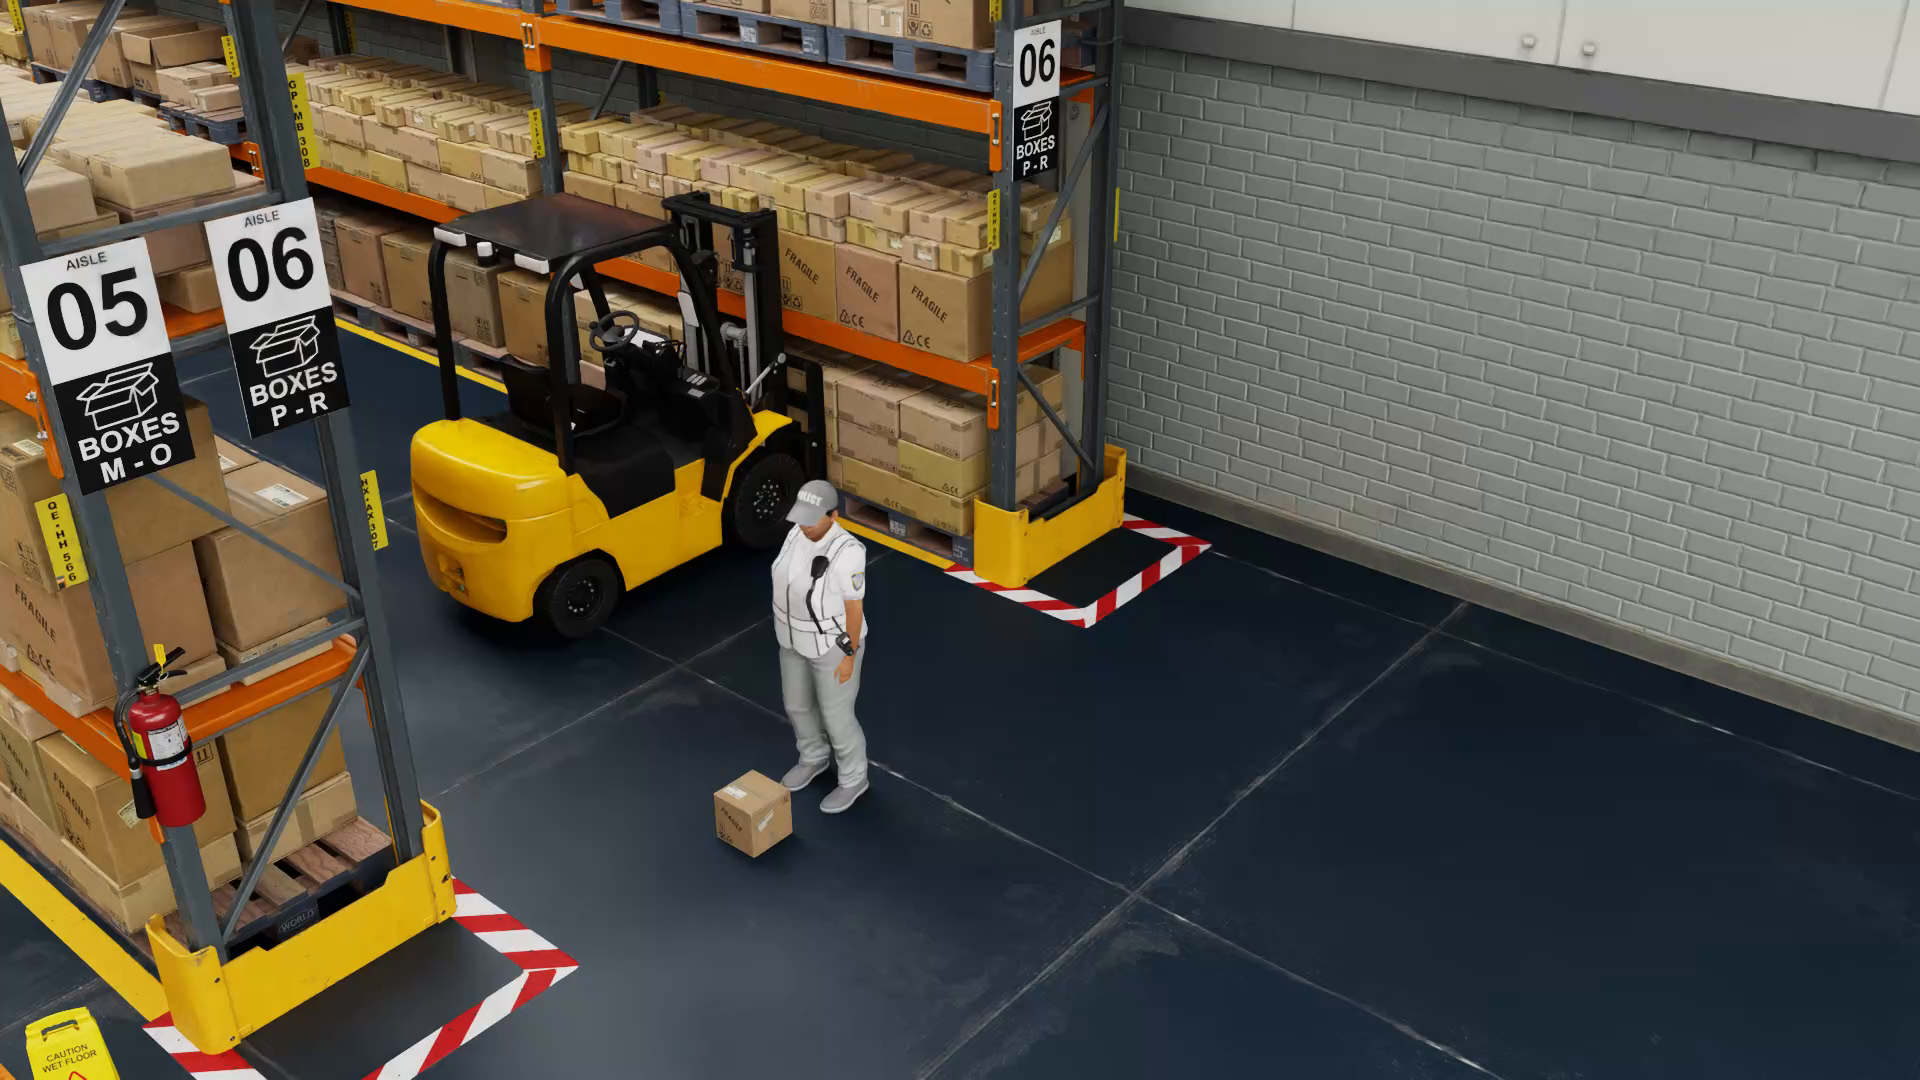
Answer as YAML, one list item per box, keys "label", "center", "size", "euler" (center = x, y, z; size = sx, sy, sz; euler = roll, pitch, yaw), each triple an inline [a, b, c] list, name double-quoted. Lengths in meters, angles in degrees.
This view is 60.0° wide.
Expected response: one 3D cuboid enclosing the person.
- label: "person"
  center: [-0.655, 0.546, 7.754]
  size: [0.425, 1.354, 0.380]
  euler: [22, 35, 35]
